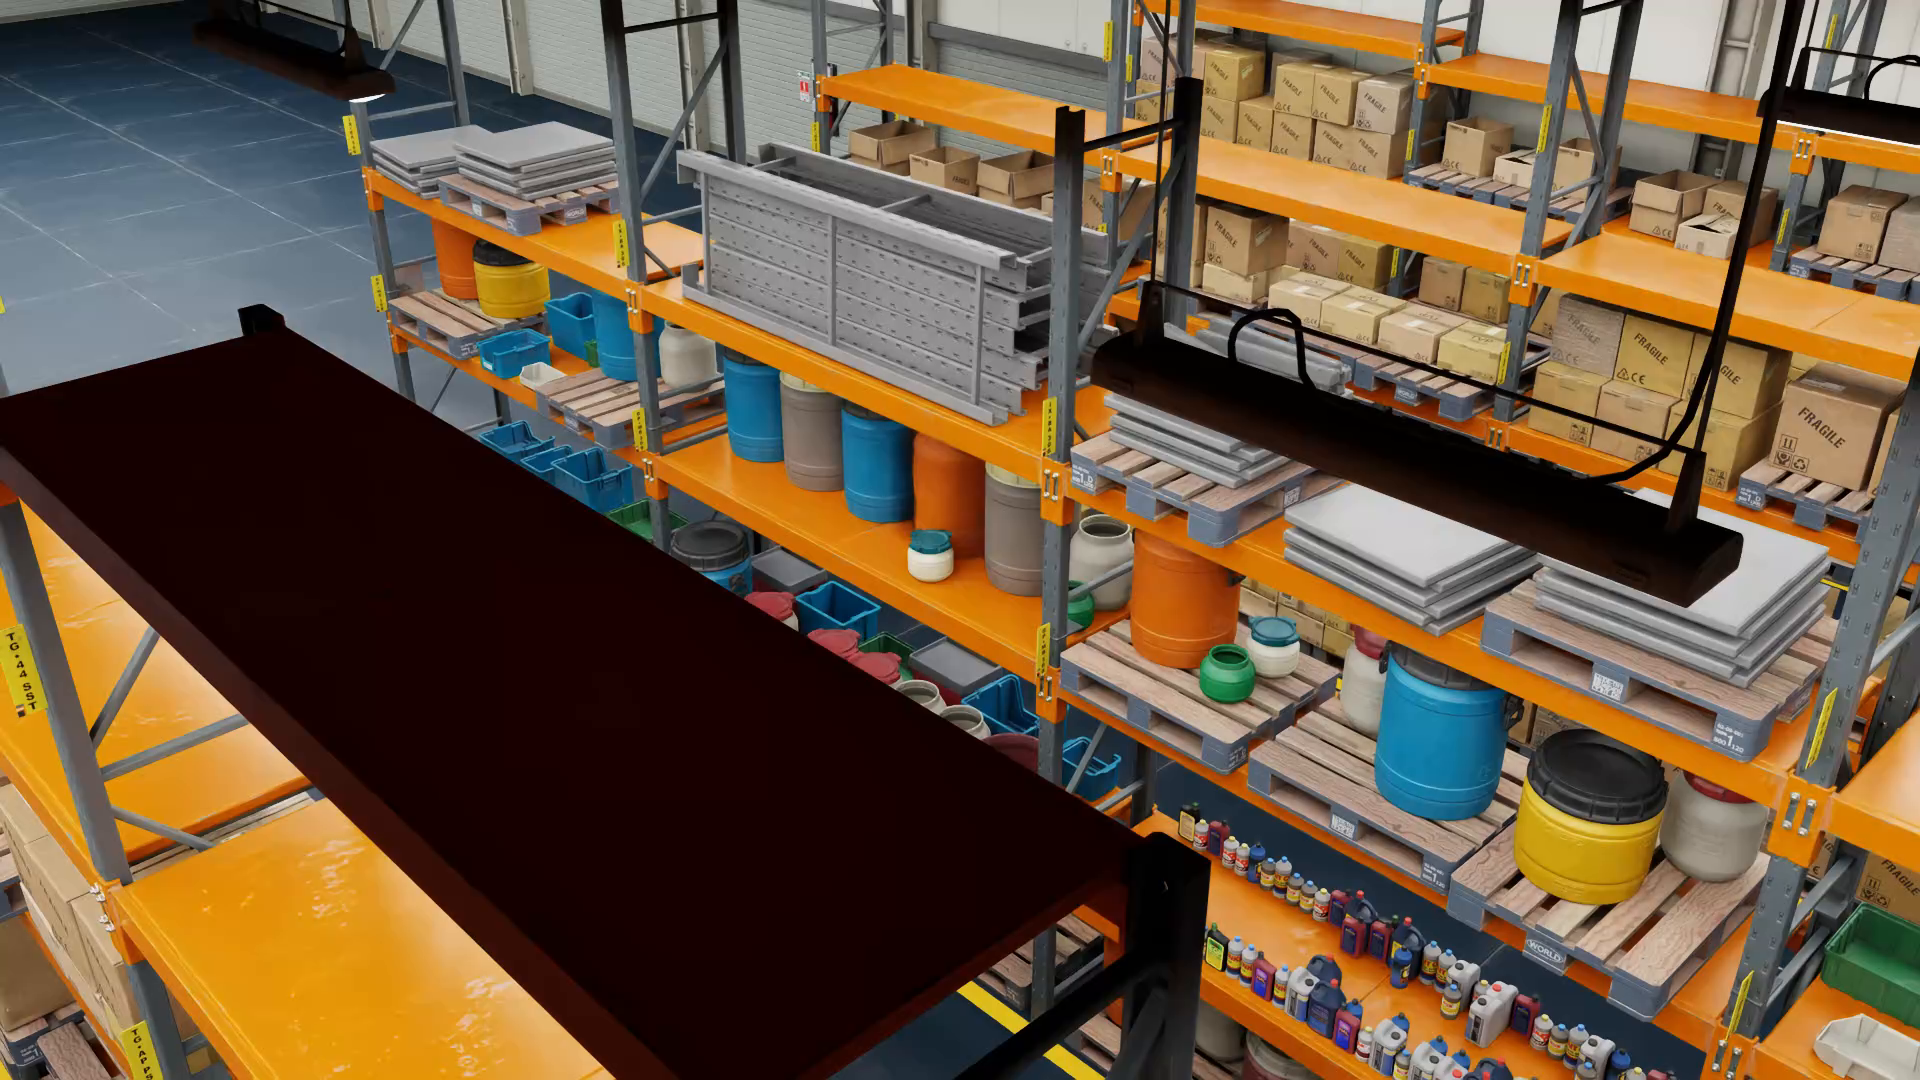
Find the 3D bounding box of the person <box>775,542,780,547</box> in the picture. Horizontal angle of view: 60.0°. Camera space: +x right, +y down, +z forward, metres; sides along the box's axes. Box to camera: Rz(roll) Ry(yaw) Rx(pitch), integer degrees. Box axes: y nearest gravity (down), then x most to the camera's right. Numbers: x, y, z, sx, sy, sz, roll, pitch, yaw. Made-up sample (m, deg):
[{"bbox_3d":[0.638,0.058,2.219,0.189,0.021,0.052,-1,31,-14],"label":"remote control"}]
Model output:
[{"bbox_3d":[-1.563,-0.601,16.239,0.545,1.637,0.462,-17,33,-29],"label":"person"}]
